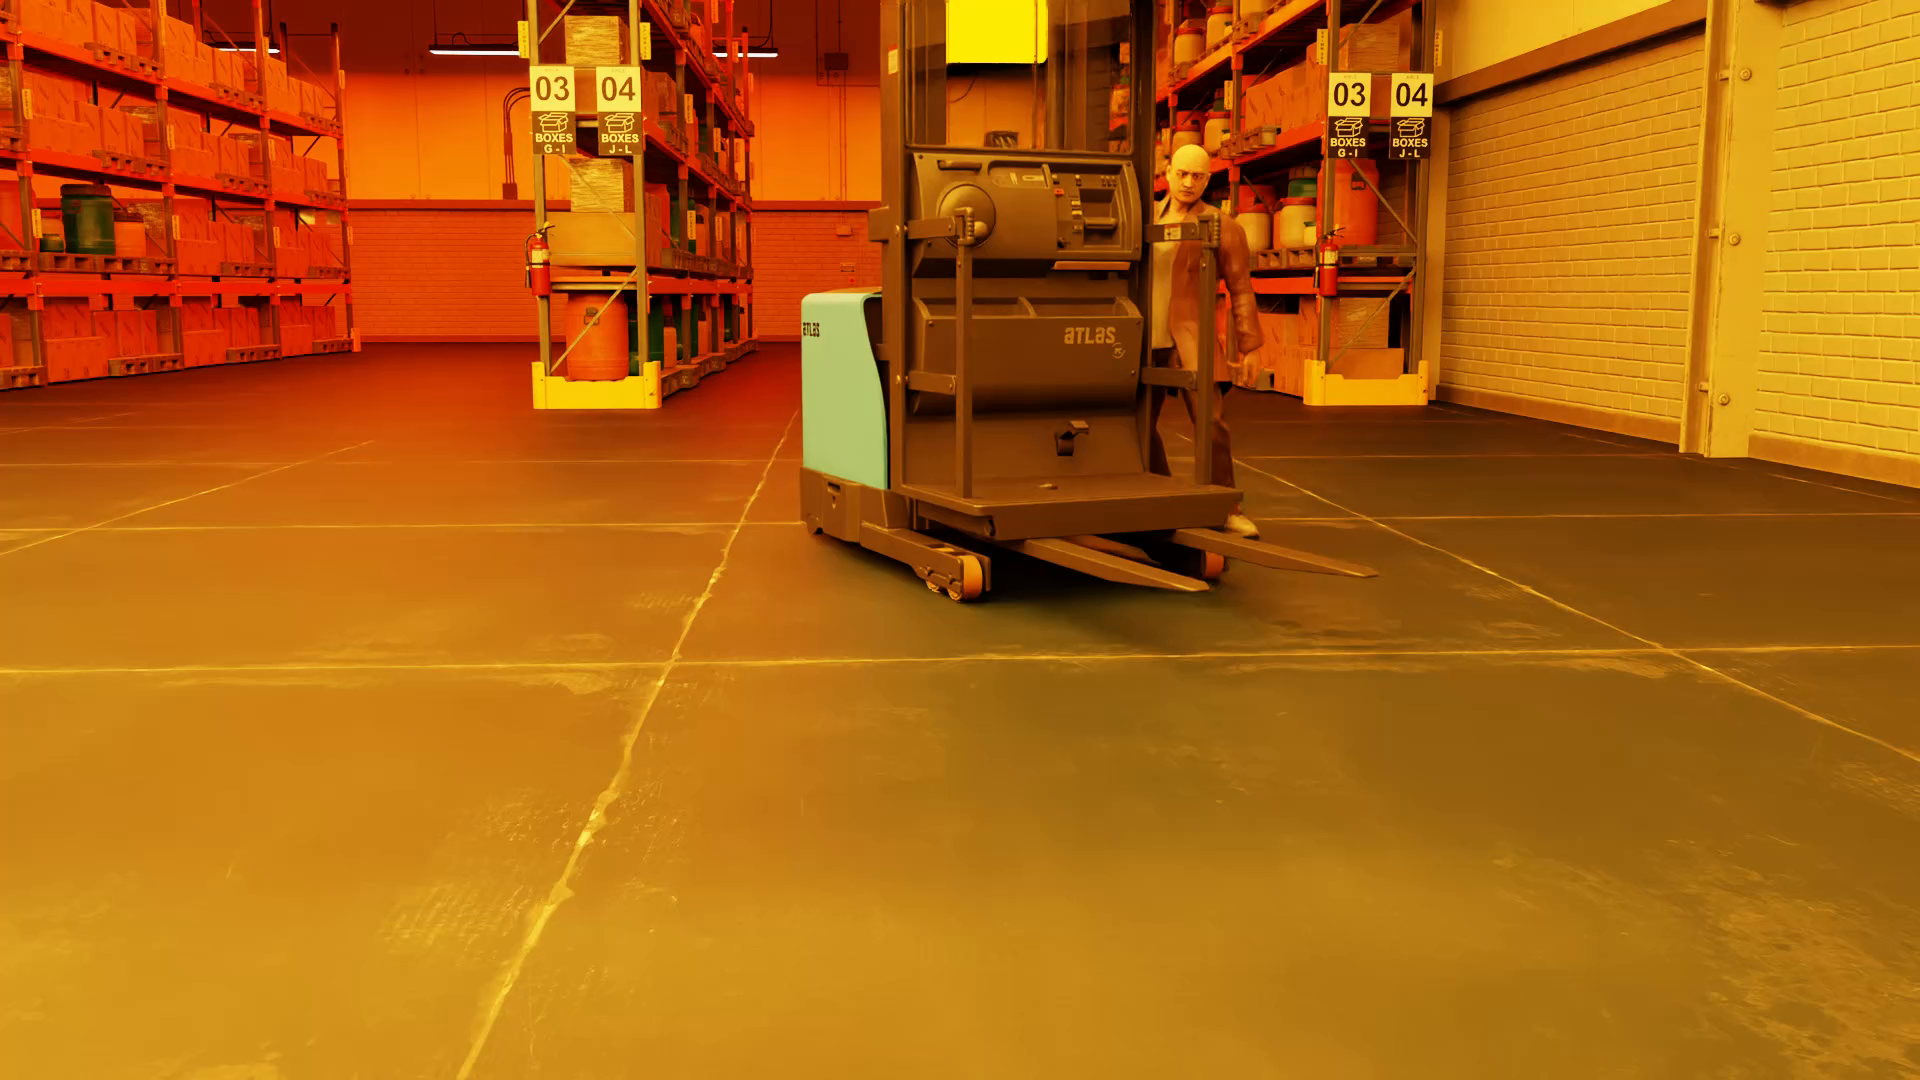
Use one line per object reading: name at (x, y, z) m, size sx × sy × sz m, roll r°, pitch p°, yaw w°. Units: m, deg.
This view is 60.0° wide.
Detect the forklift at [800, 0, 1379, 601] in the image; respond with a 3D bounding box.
forklift at (0.355, -1.306, 6.128) m, size 1.130 × 2.935 × 3.031 m, roll -4°, pitch 9°, yaw -24°

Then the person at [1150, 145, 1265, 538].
person at (0.981, -0.874, 7.500) m, size 0.931 × 1.752 × 0.529 m, roll 6°, pitch 10°, yaw 35°
